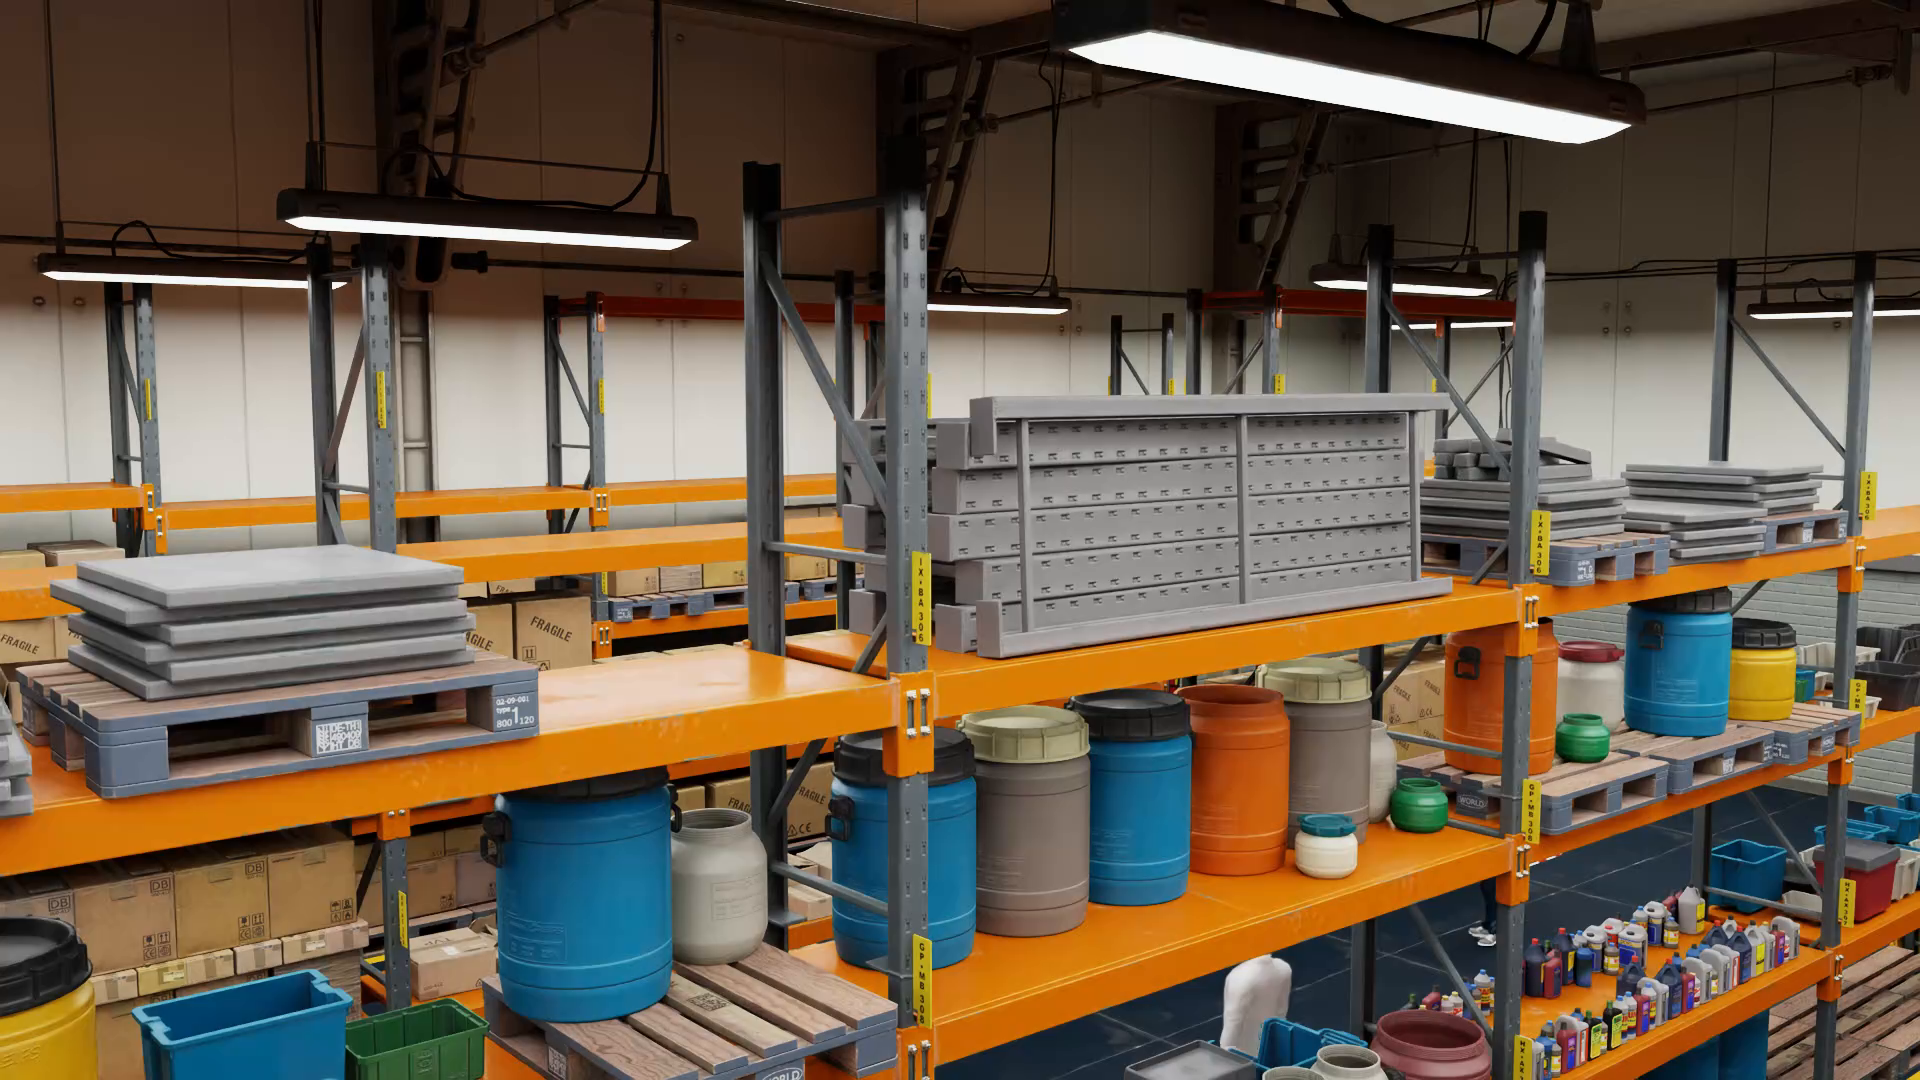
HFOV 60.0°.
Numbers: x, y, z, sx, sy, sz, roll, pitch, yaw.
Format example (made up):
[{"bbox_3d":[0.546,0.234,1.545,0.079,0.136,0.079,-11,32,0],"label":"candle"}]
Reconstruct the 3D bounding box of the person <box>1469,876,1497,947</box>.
[{"bbox_3d":[4.814,2.932,15.259,0.397,1.562,0.556,1,6,9],"label":"person"}]

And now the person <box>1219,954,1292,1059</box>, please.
[{"bbox_3d":[1.804,3.269,10.538,0.462,1.787,0.587,4,7,33],"label":"person"}]
